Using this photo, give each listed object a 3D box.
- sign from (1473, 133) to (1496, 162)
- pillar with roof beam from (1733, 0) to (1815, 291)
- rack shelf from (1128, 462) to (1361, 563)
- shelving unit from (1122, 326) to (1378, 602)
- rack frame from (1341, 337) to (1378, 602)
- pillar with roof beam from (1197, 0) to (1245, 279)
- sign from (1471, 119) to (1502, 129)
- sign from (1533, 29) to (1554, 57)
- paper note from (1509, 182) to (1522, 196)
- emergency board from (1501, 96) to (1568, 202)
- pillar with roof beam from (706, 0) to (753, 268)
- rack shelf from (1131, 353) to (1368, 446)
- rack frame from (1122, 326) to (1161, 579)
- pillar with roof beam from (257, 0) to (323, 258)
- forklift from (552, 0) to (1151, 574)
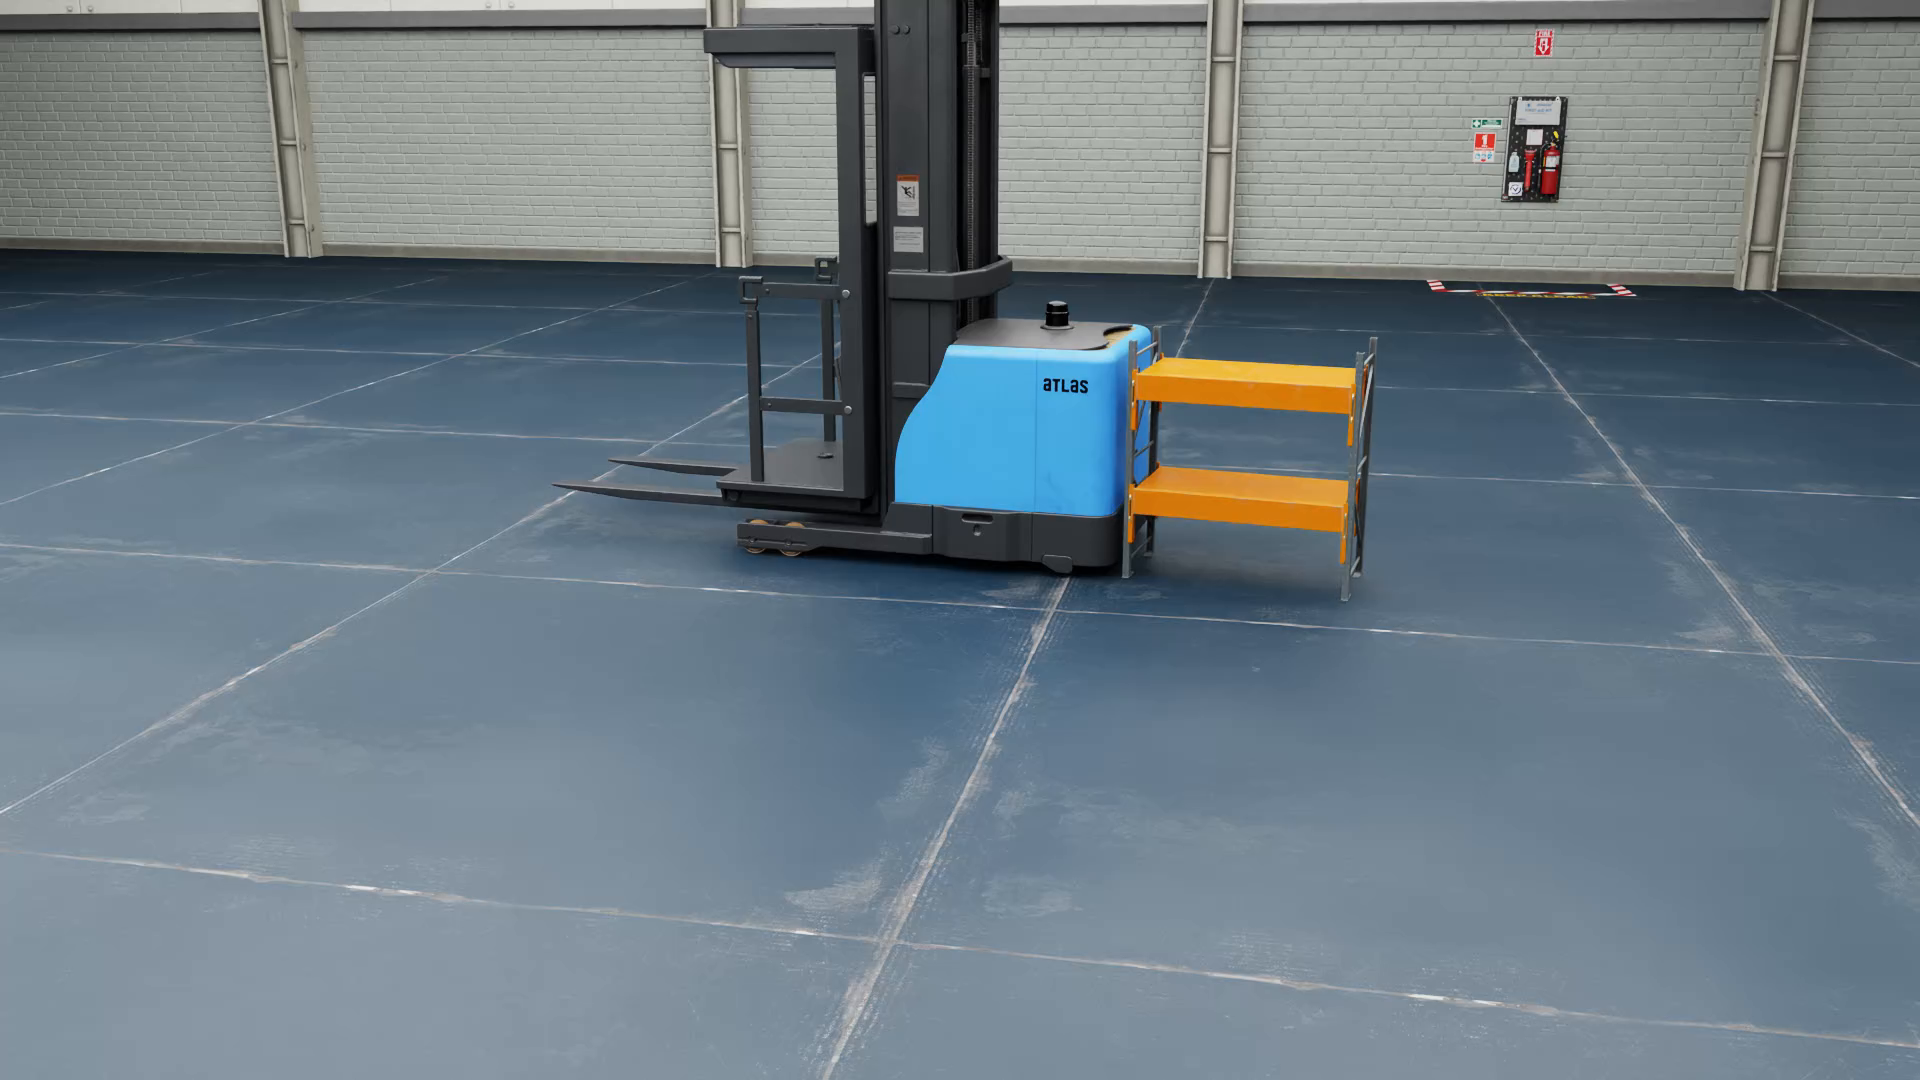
[{"bbox_3d":[5.985,-4.479,18.977,0.234,0.329,0.001,3,16,11],"label":"sign"},{"bbox_3d":[8.063,-6.029,13.401,0.400,9.000,9.100,3,16,11],"label":"pillar with roof beam"},{"bbox_3d":[1.342,-0.140,7.805,1.000,0.278,0.538,6,16,20],"label":"rack shelf"},{"bbox_3d":[1.342,-0.375,7.739,1.048,1.125,0.538,6,16,20],"label":"shelving unit"},{"bbox_3d":[1.818,-0.328,7.568,0.032,1.125,0.500,6,16,20],"label":"rack frame"},{"bbox_3d":[2.183,-6.349,14.554,0.400,9.000,9.100,3,16,11],"label":"pillar with roof beam"},{"bbox_3d":[5.988,-4.732,18.897,0.331,0.109,0.001,3,16,11],"label":"sign"},{"bbox_3d":[6.518,-5.549,18.565,0.199,0.298,0.001,3,16,11],"label":"sign"},{"bbox_3d":[6.347,-4.009,18.995,0.142,0.148,0.016,3,16,11],"label":"paper note"},{"bbox_3d":[6.506,-4.406,18.778,0.643,1.169,0.194,3,16,11],"label":"emergency board"},{"bbox_3d":[-3.697,-6.668,15.706,0.400,9.000,9.100,3,16,11],"label":"pillar with roof beam"},{"bbox_3d":[1.342,-0.657,7.661,1.000,0.278,0.538,6,16,20],"label":"rack shelf"},{"bbox_3d":[0.866,-0.423,7.911,0.032,1.125,0.500,6,16,20],"label":"rack frame"},{"bbox_3d":[-9.576,-6.987,16.858,0.400,9.000,9.100,3,16,11],"label":"pillar with roof beam"},{"bbox_3d":[-0.599,-1.461,8.274,3.031,2.935,1.130,5,16,16],"label":"forklift"}]
